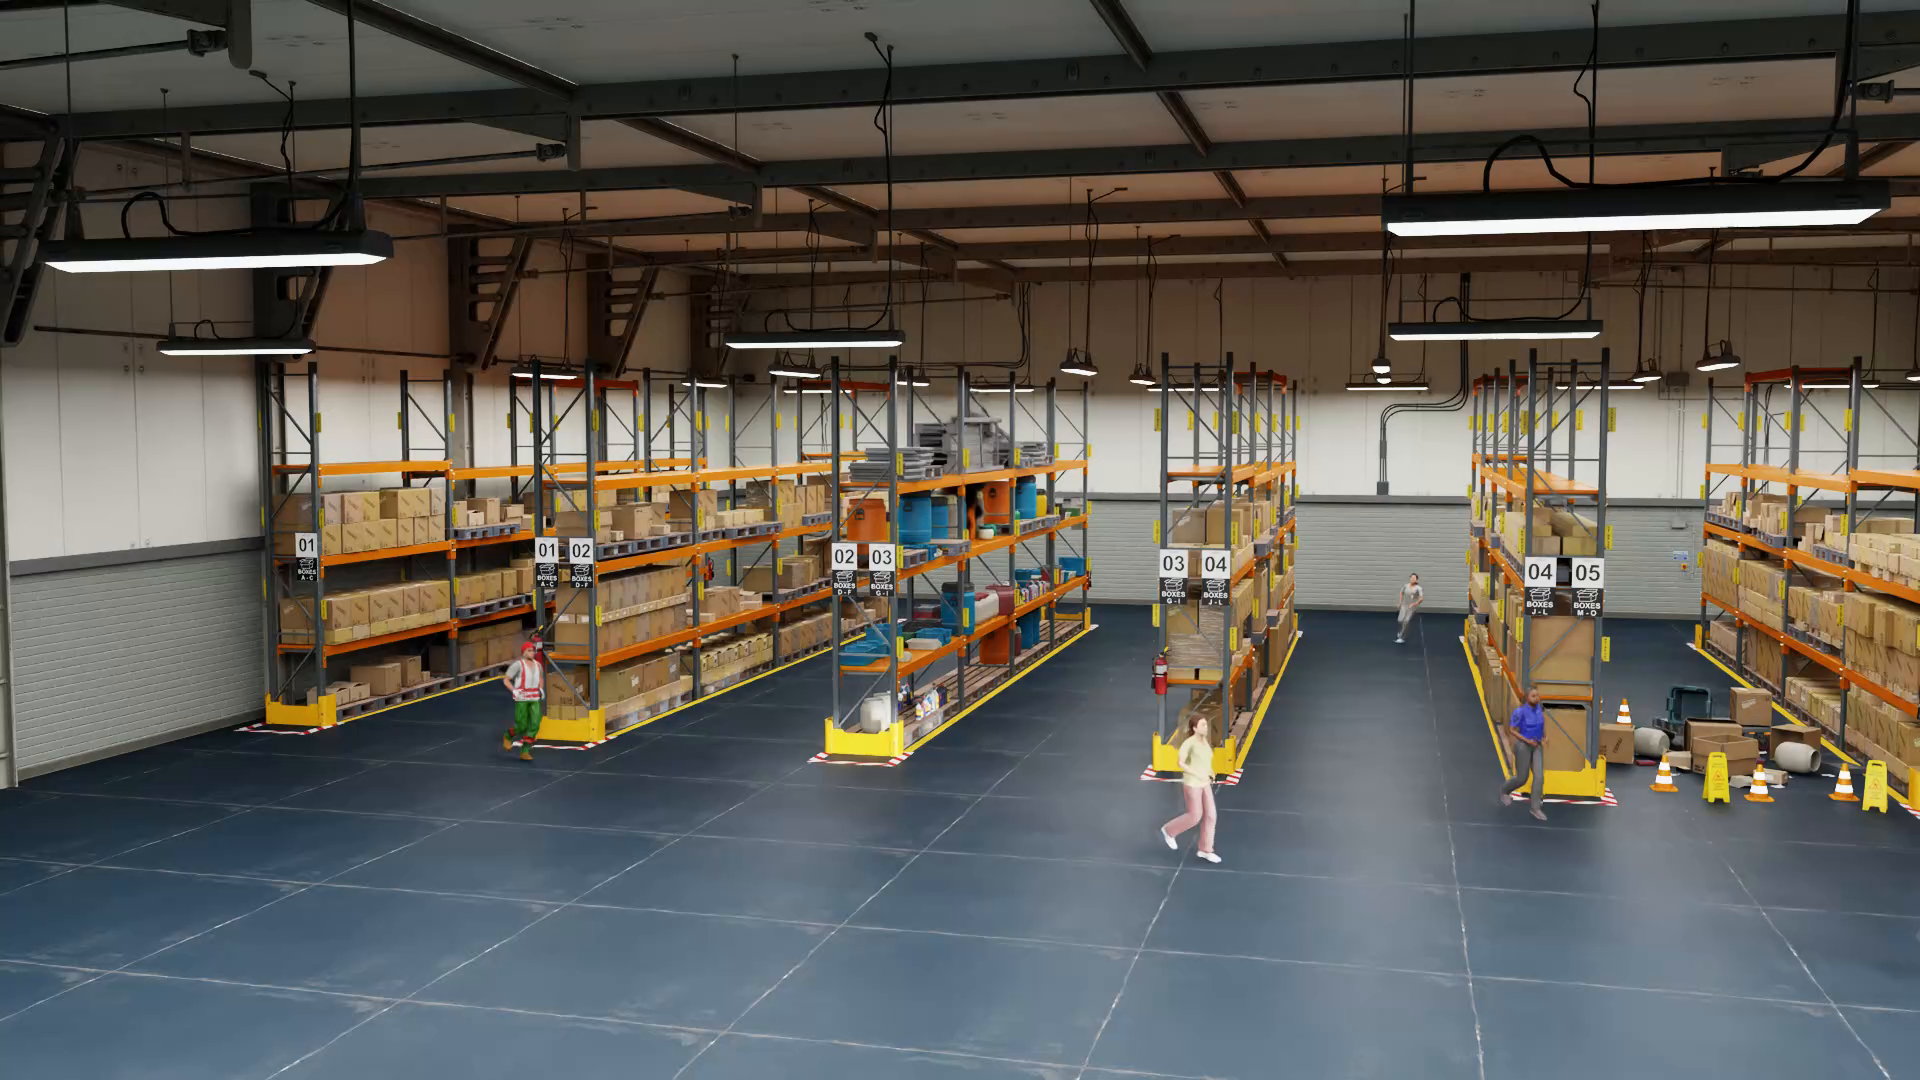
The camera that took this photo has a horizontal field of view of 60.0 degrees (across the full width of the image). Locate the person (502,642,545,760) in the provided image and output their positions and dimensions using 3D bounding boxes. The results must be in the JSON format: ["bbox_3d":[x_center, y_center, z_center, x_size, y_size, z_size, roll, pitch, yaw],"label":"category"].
[{"bbox_3d":[-6.498,2.388,24.872,0.670,1.741,0.688,4,6,44],"label":"person"}]

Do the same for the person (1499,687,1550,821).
[{"bbox_3d":[7.256,2.700,21.268,0.600,1.648,0.779,-1,4,-20],"label":"person"}]

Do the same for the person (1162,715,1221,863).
[{"bbox_3d":[2.698,2.833,19.173,0.772,1.669,0.602,4,5,43],"label":"person"}]

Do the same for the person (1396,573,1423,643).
[{"bbox_3d":[10.177,1.550,37.692,0.589,1.601,0.510,3,5,32],"label":"person"}]
